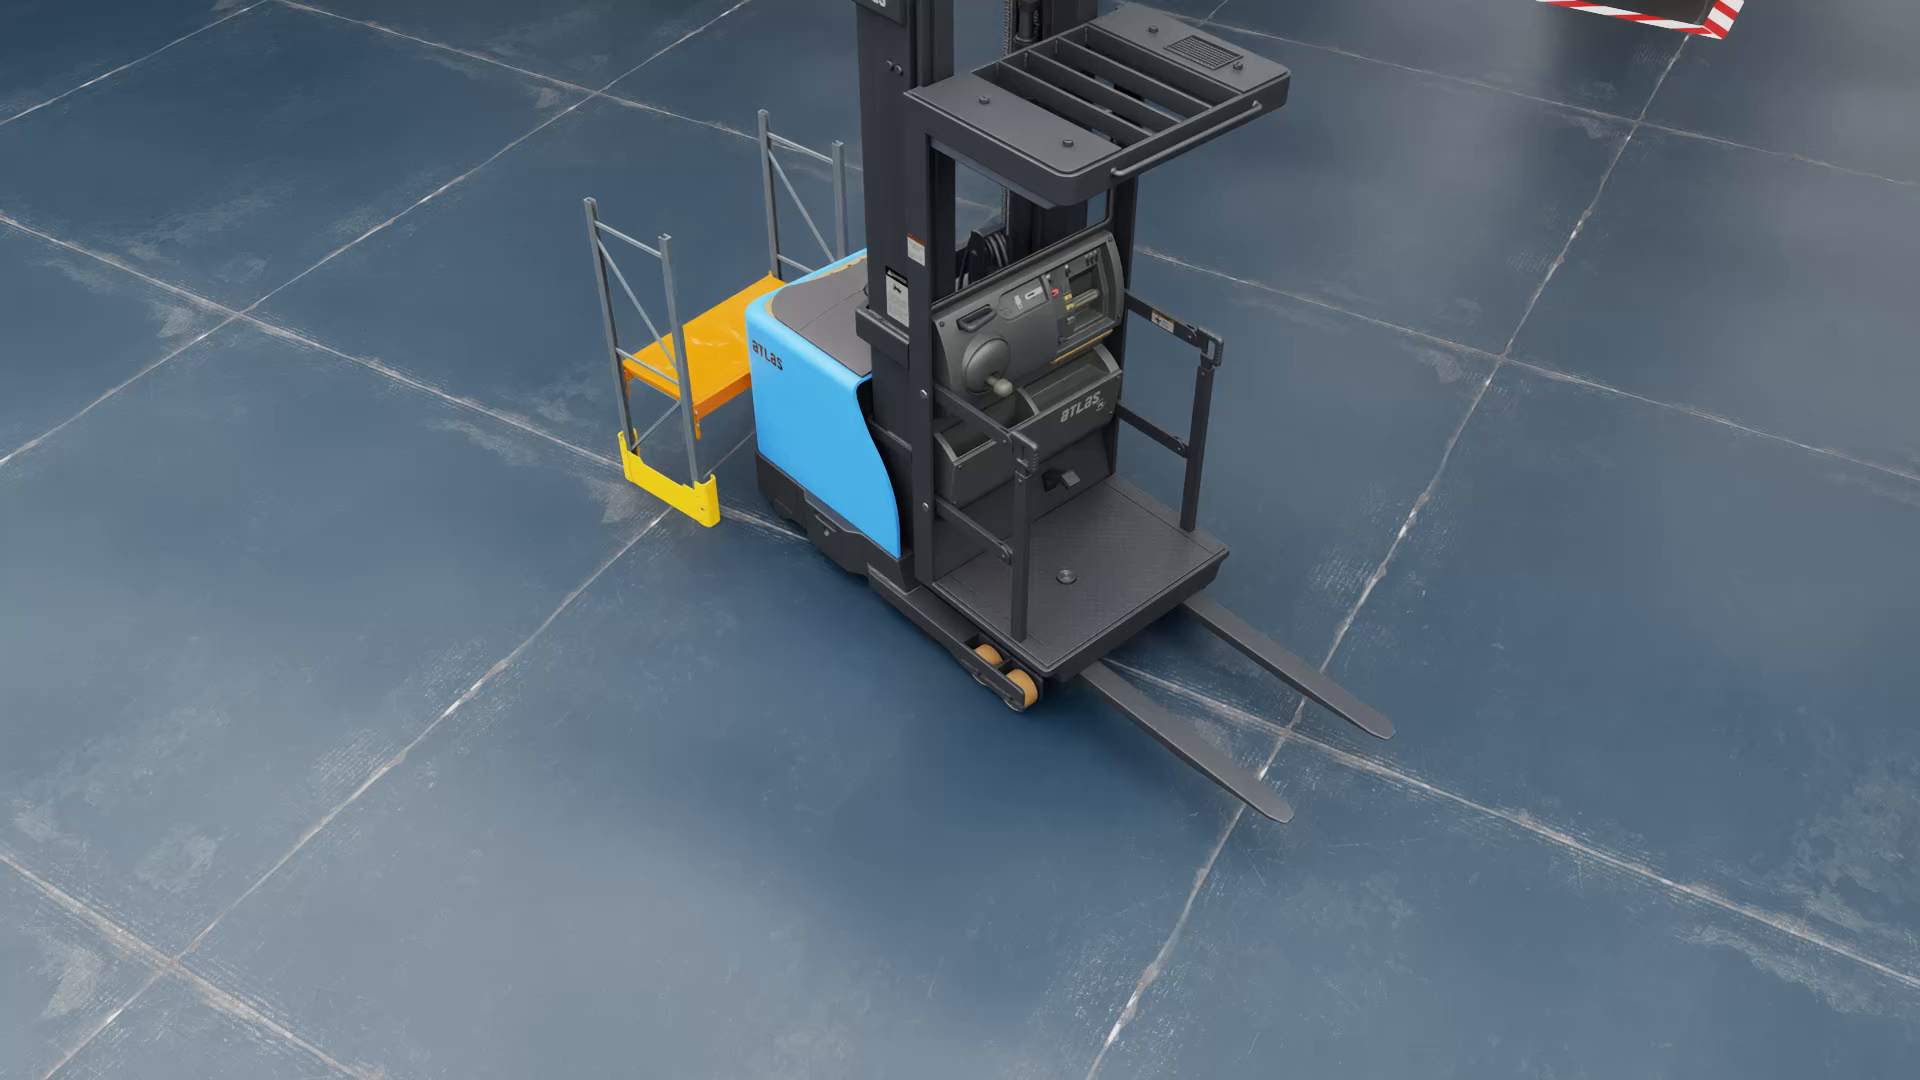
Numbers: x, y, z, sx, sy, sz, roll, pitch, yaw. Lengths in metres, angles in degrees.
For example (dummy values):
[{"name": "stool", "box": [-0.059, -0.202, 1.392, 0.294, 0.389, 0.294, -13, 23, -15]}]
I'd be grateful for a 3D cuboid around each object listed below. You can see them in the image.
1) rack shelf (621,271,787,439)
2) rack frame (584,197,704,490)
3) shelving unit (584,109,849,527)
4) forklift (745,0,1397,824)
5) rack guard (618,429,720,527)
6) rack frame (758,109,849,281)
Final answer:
[{"name": "rack shelf", "box": [-1.035, -0.874, 7.696, 0.538, 0.185, 1.000, 29, 49, 29]}, {"name": "rack frame", "box": [-1.361, -0.751, 7.284, 0.500, 1.500, 0.032, 29, 49, 29]}, {"name": "shelving unit", "box": [-1.029, -1.014, 7.582, 0.587, 1.500, 1.083, 29, 49, 29]}, {"name": "forklift", "box": [0.421, -0.790, 6.245, 1.130, 2.935, 3.031, -31, 50, -30]}, {"name": "rack guard", "box": [-1.348, -0.292, 7.708, 0.587, 0.250, 0.087, 29, 49, 29]}, {"name": "rack frame", "box": [-0.710, -1.267, 7.870, 0.500, 1.500, 0.032, 29, 49, 29]}]
